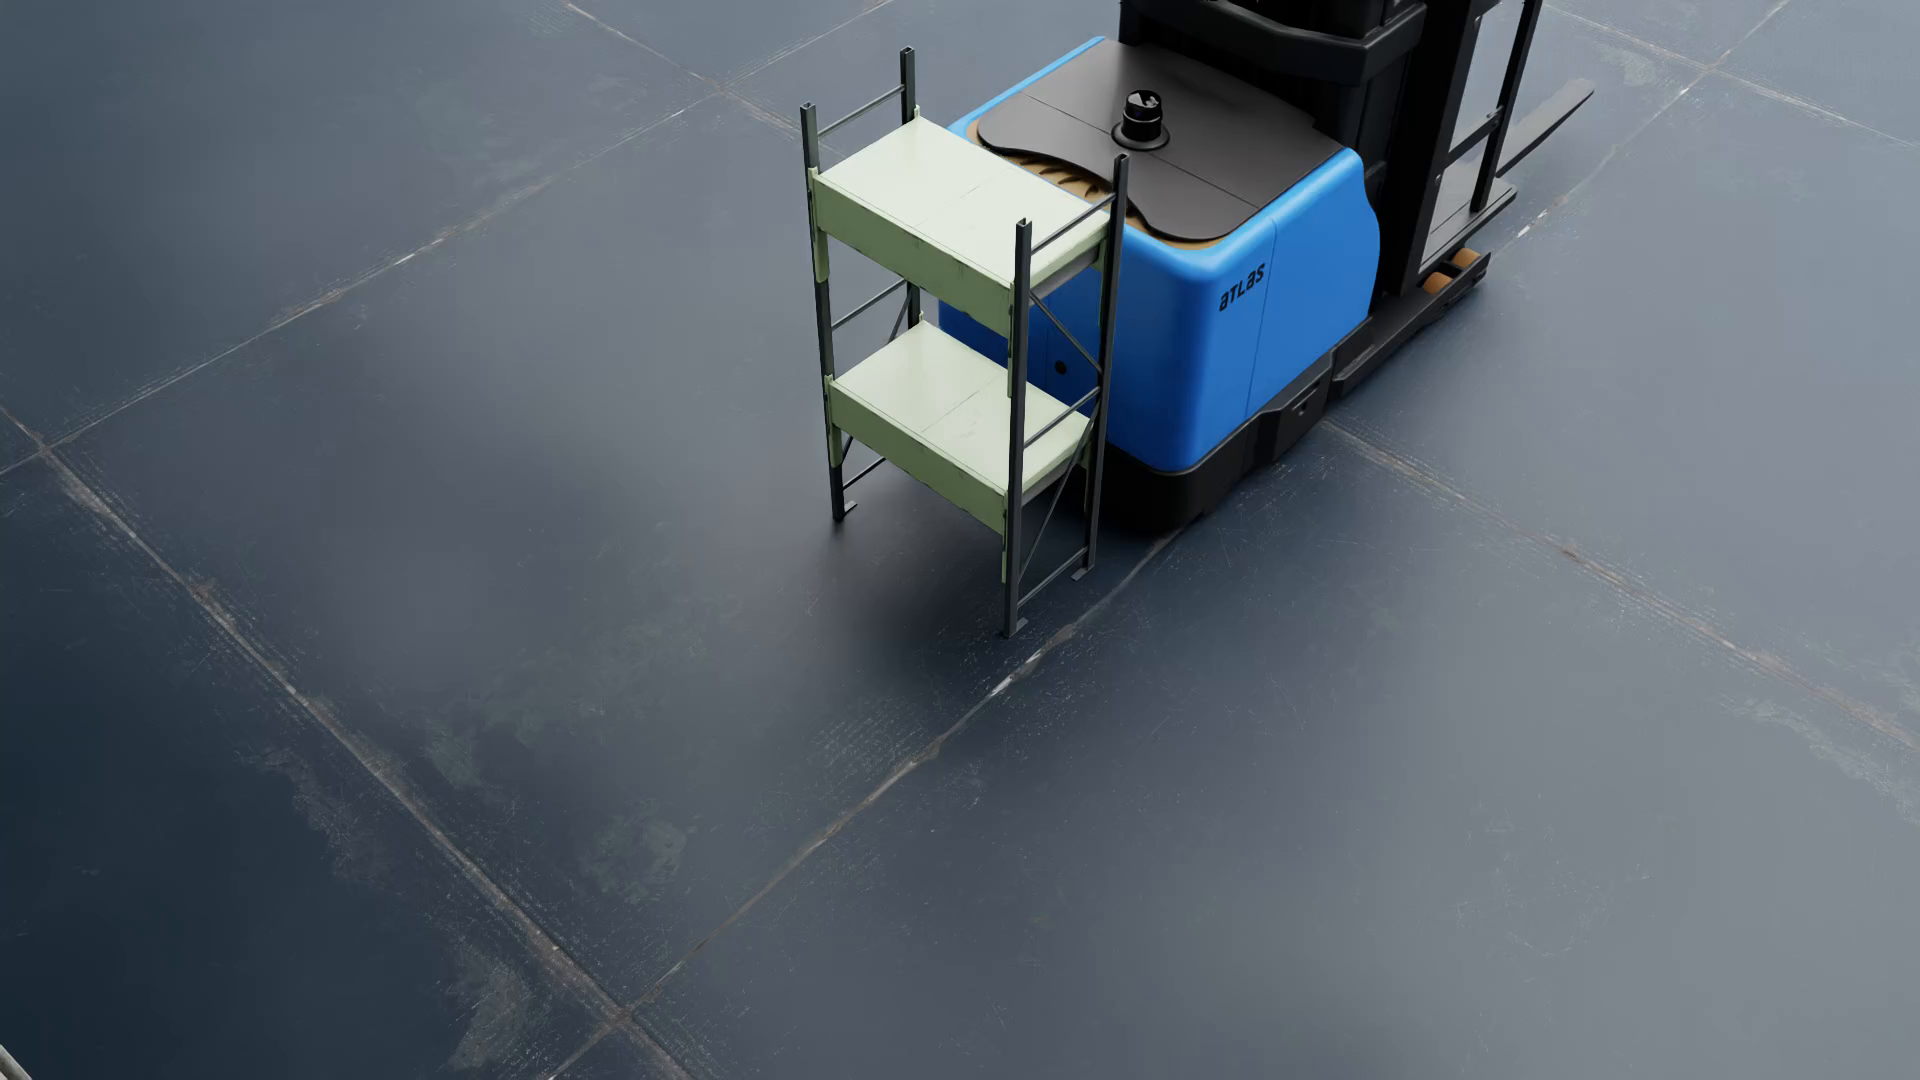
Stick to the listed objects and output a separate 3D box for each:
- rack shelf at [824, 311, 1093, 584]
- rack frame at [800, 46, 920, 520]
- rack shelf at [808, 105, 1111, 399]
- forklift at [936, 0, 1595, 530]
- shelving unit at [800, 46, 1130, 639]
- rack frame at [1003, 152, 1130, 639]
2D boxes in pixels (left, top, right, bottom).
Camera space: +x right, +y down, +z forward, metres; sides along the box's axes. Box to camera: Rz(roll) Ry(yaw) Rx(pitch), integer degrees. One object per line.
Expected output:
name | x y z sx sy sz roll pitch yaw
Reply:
rack shelf | 0.005 -0.287 4.938 0.720 0.370 0.431 34 55 28
rack frame | -0.264 -0.691 4.870 0.023 1.500 0.400 34 55 28
rack shelf | 0.005 -0.777 4.416 0.720 0.370 0.431 34 55 28
forklift | 1.279 -2.025 5.141 1.130 2.935 3.031 34 55 27
shelving unit | 0.005 -0.510 4.700 0.755 1.500 0.431 34 55 28
rack frame | 0.274 -0.329 4.530 0.023 1.500 0.400 34 55 28
